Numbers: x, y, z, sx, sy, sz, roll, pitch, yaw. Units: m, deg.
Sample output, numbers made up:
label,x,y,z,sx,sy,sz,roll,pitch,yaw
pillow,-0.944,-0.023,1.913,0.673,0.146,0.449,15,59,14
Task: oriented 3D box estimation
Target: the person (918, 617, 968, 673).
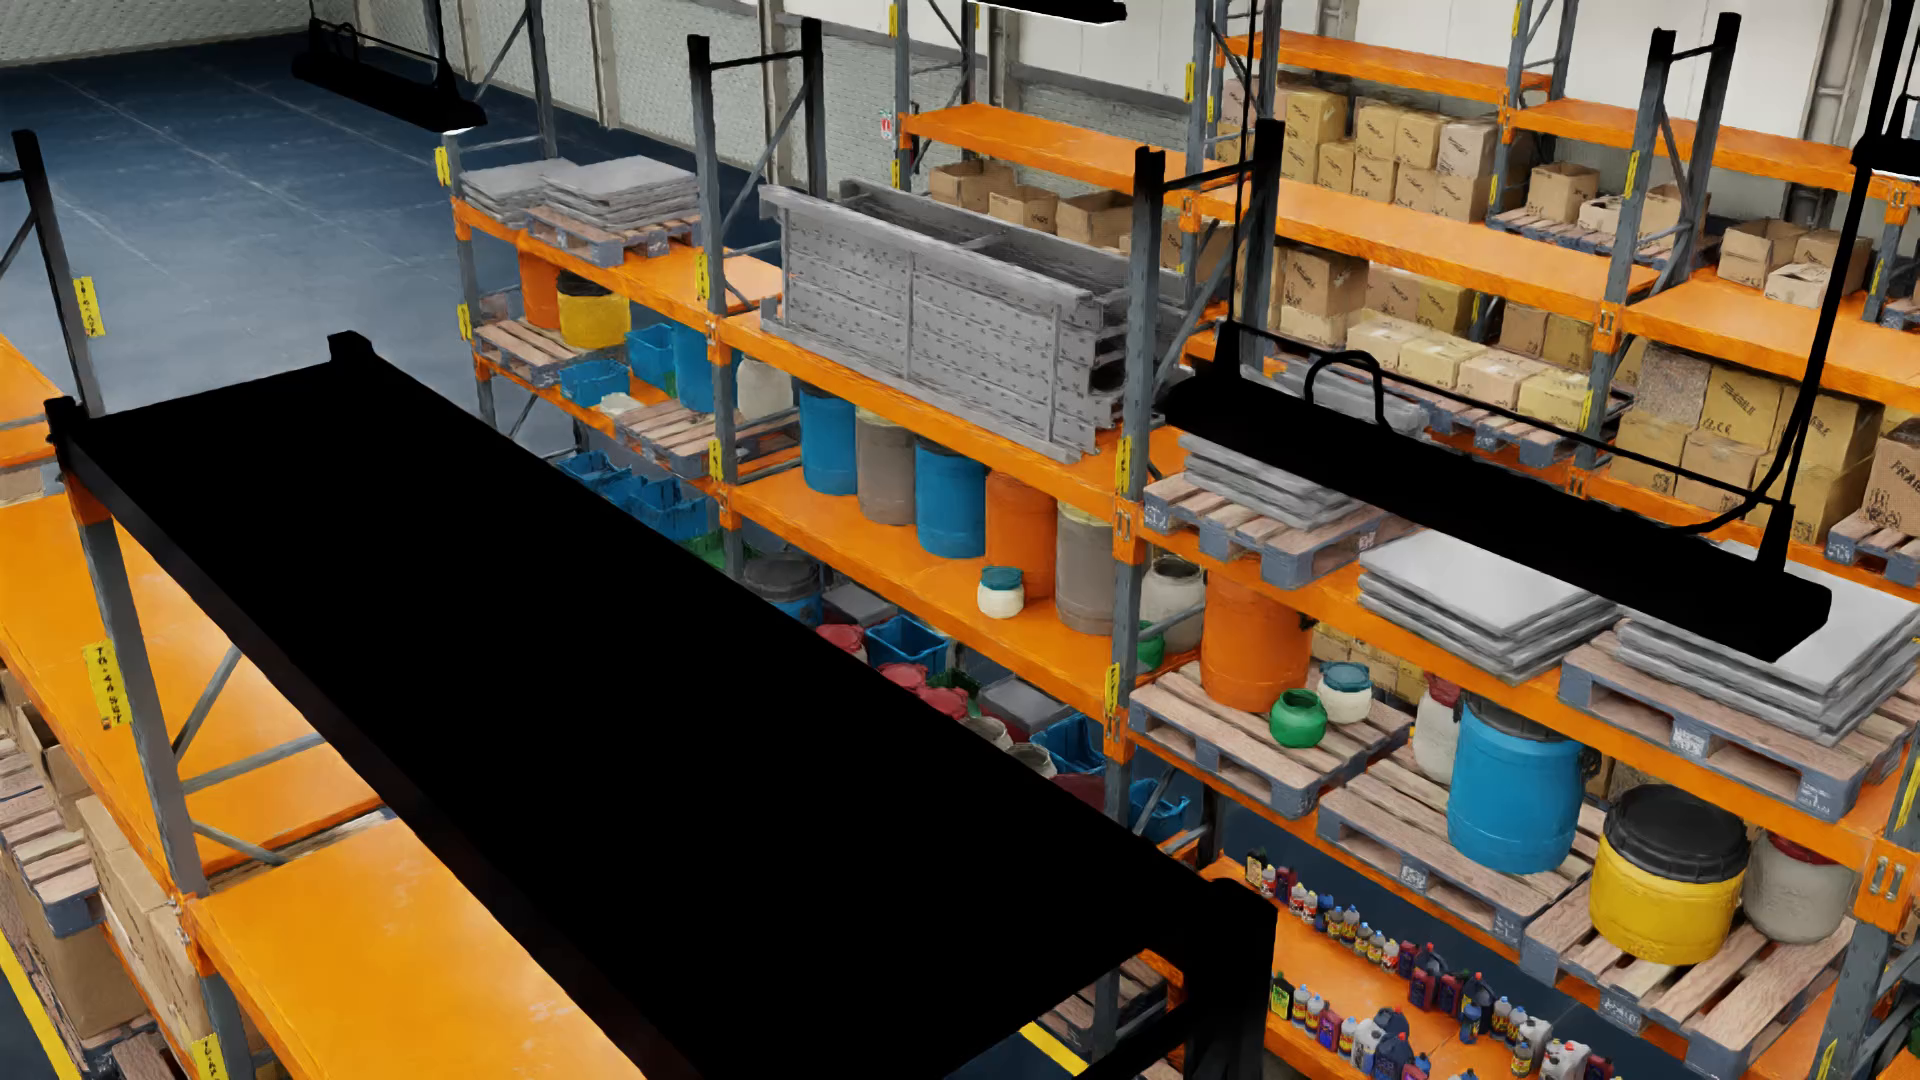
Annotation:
label,x,y,z,sx,sy,sz,roll,pitch,yaw
person,-0.071,0.760,14.195,0.570,1.722,0.955,-10,29,-18
